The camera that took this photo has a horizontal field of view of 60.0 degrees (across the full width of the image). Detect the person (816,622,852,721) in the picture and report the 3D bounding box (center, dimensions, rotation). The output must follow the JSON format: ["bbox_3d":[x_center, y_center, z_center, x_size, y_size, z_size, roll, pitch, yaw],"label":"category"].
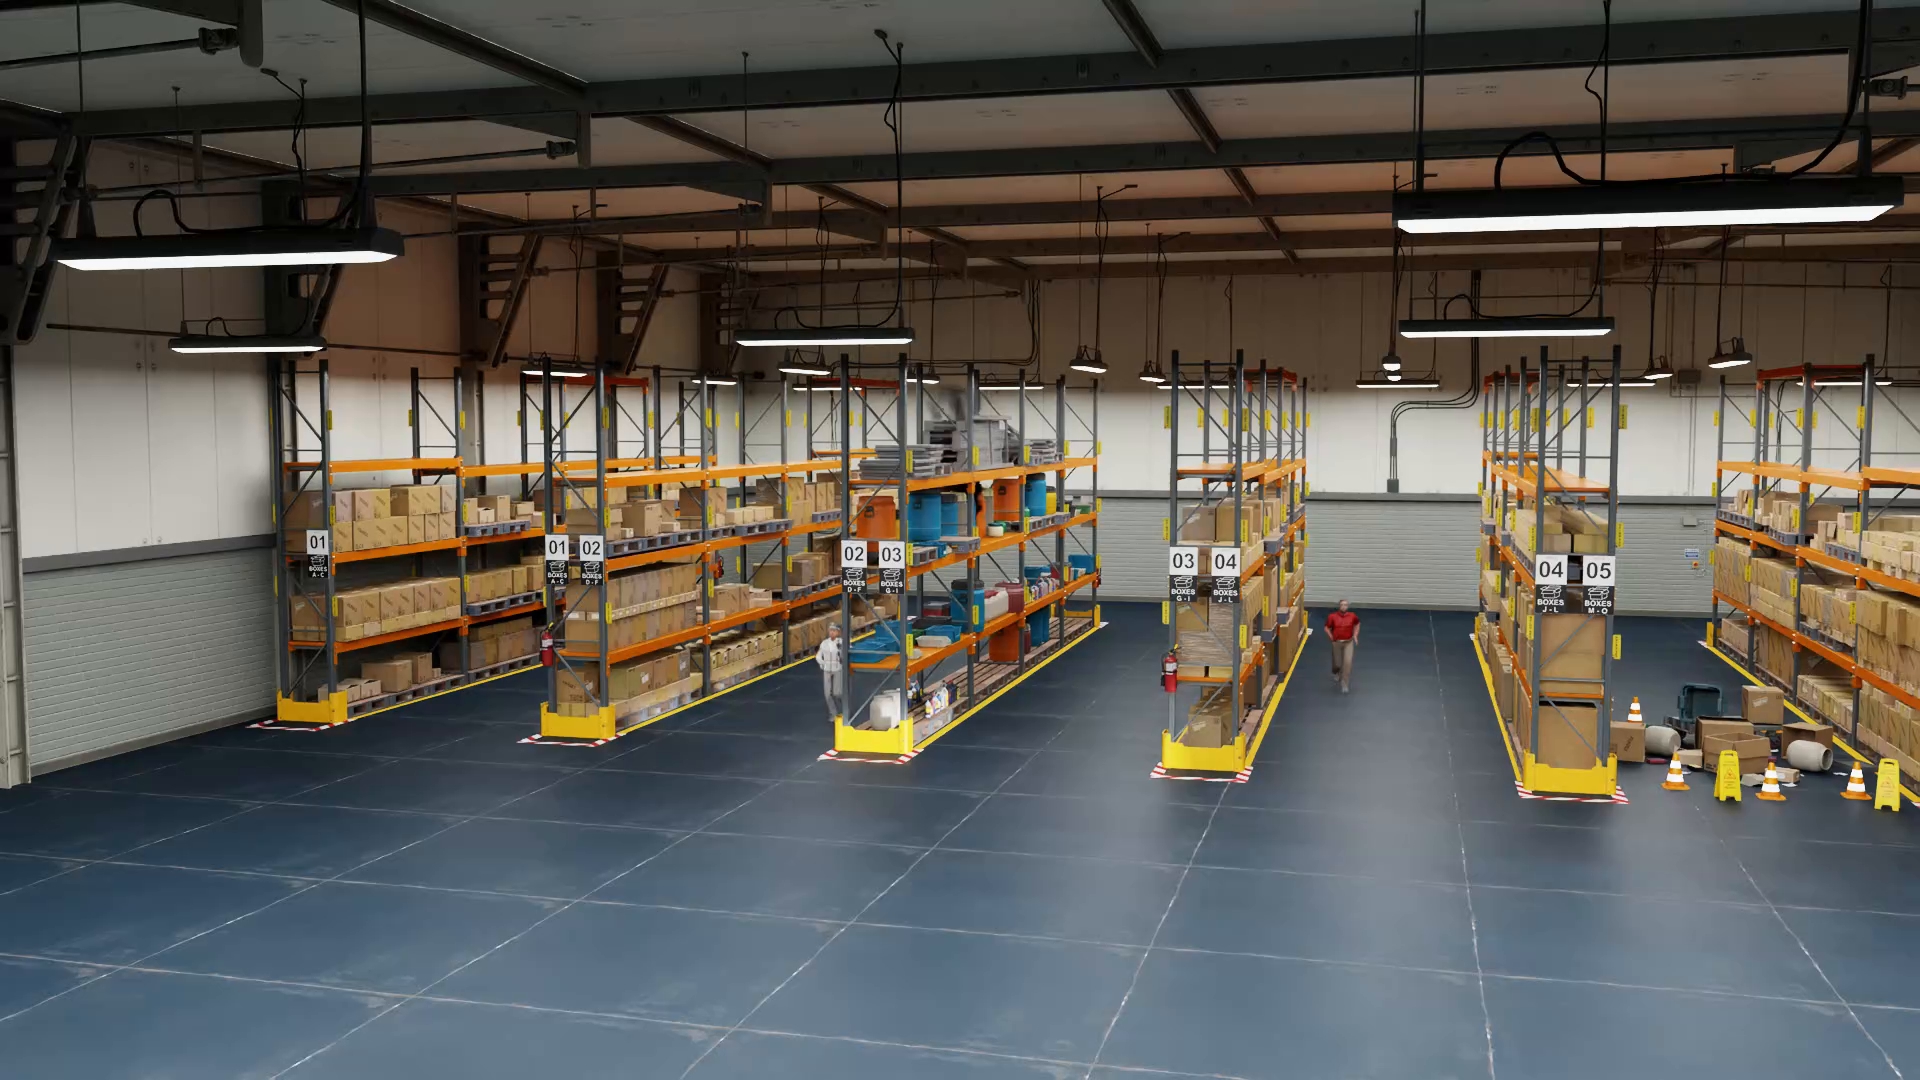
[{"bbox_3d":[-2.105,2.192,27.590,0.649,1.664,0.545,1,4,15],"label":"person"}]

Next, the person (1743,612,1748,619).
[{"bbox_3d":[18.041,1.476,37.687,0.701,1.664,0.552,-3,5,-33],"label":"person"}]

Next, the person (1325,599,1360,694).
[{"bbox_3d":[7.086,1.940,30.826,0.654,1.711,0.897,1,4,8],"label":"person"}]
